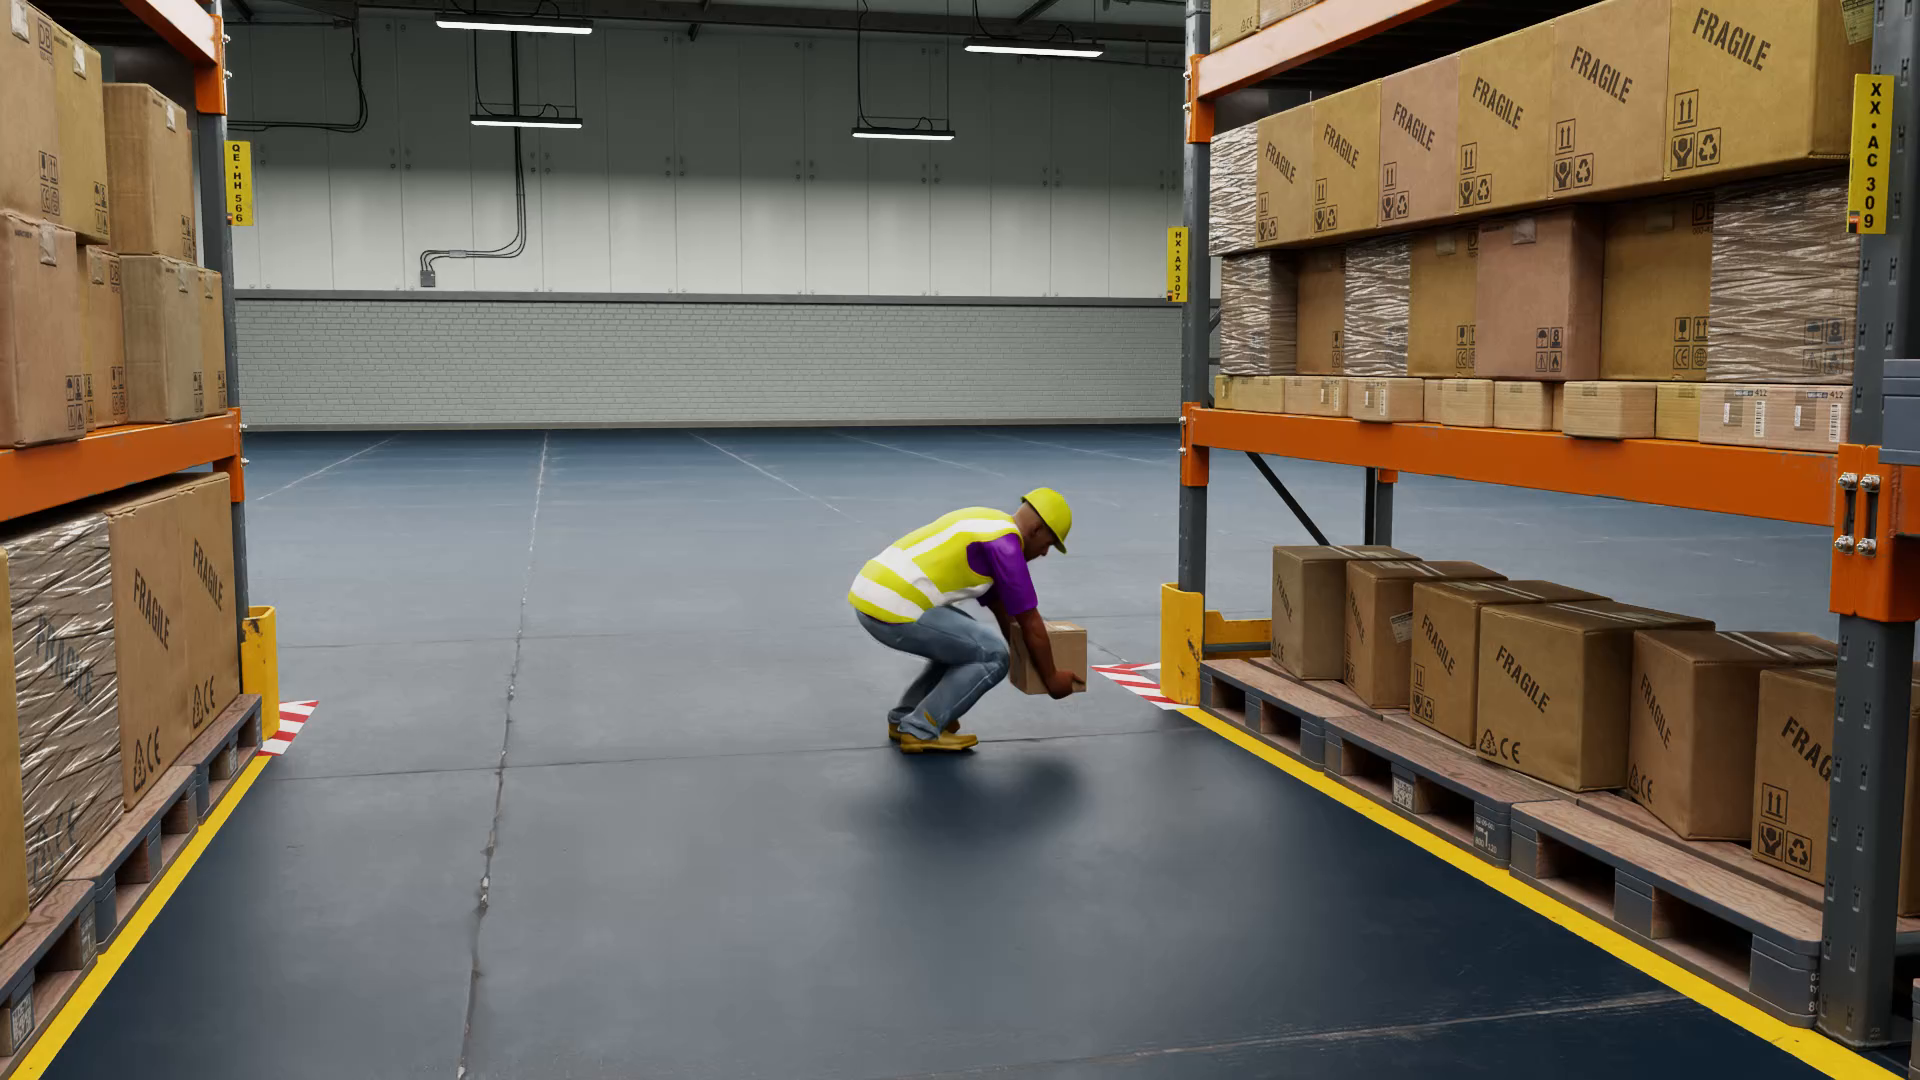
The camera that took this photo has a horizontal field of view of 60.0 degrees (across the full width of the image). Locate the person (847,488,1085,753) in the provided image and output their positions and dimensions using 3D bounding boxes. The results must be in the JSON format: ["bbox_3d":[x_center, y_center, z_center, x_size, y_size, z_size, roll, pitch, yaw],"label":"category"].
[{"bbox_3d":[0.016,0.304,6.607,0.918,1.008,0.534,-2,6,-15],"label":"person"}]
